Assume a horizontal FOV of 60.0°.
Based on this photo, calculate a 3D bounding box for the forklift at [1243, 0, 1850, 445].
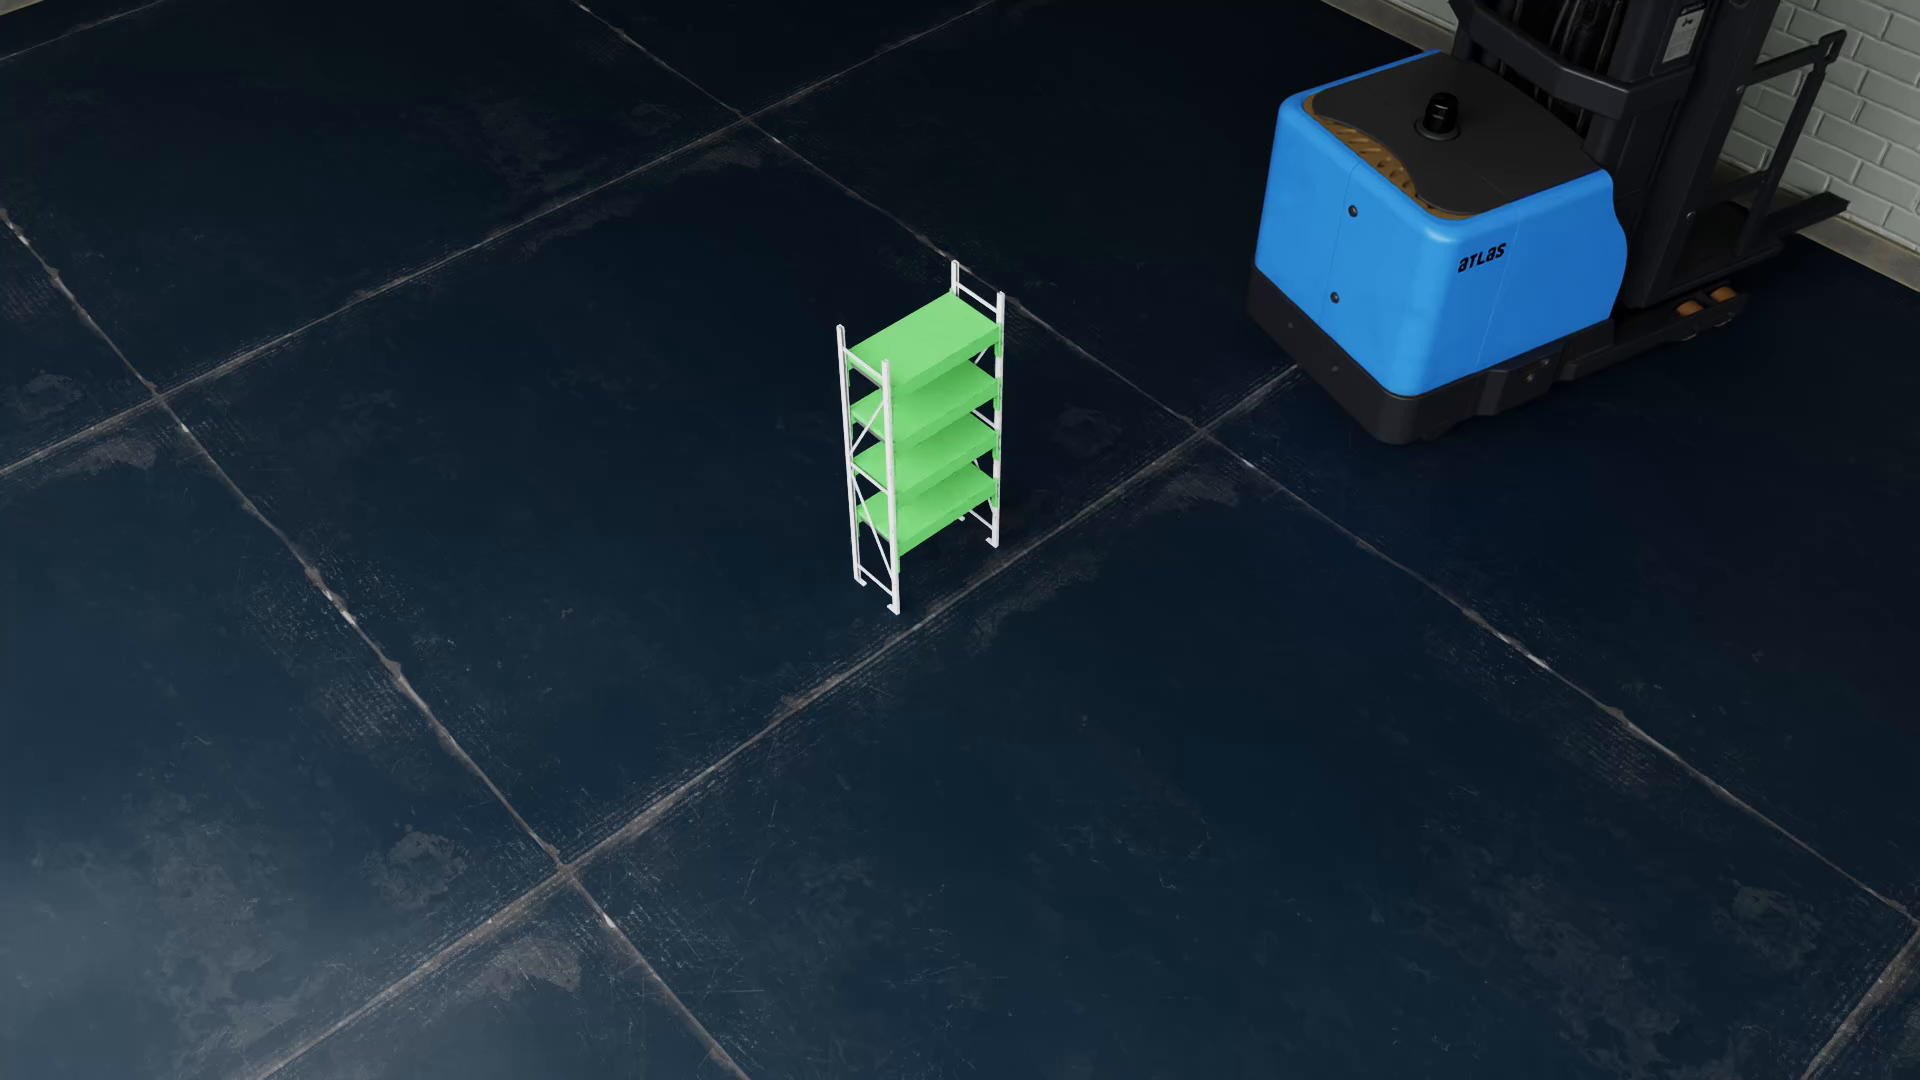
[{"bbox_3d":[2.748,-2.158,6.247,3.031,2.935,1.130,-22,51,-19],"label":"forklift"}]

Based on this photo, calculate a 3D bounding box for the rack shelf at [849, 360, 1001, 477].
[{"bbox_3d":[-0.122,-0.444,5.604,0.480,0.148,0.258,-34,56,-27],"label":"rack shelf"}]

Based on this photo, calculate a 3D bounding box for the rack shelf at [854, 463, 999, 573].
[{"bbox_3d":[-0.122,-0.119,5.957,0.480,0.148,0.258,-34,56,-27],"label":"rack shelf"}]

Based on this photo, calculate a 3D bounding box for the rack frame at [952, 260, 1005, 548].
[{"bbox_3d":[0.058,-0.446,5.845,0.015,1.200,0.240,-34,56,-27],"label":"rack frame"}]

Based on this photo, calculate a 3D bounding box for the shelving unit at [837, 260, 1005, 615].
[{"bbox_3d":[-0.122,-0.325,5.734,0.503,1.200,0.258,-34,56,-27],"label":"shelving unit"}]

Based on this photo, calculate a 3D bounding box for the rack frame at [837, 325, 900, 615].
[{"bbox_3d":[-0.303,-0.204,5.622,0.015,1.200,0.240,-34,56,-27],"label":"rack frame"}]

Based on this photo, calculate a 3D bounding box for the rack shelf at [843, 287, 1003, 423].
[{"bbox_3d":[-0.122,-0.607,5.428,0.480,0.148,0.258,-34,56,-27],"label":"rack shelf"}]

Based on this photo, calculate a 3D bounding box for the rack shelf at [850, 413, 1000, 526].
[{"bbox_3d":[-0.122,-0.282,5.780,0.480,0.148,0.258,-34,56,-27],"label":"rack shelf"}]
